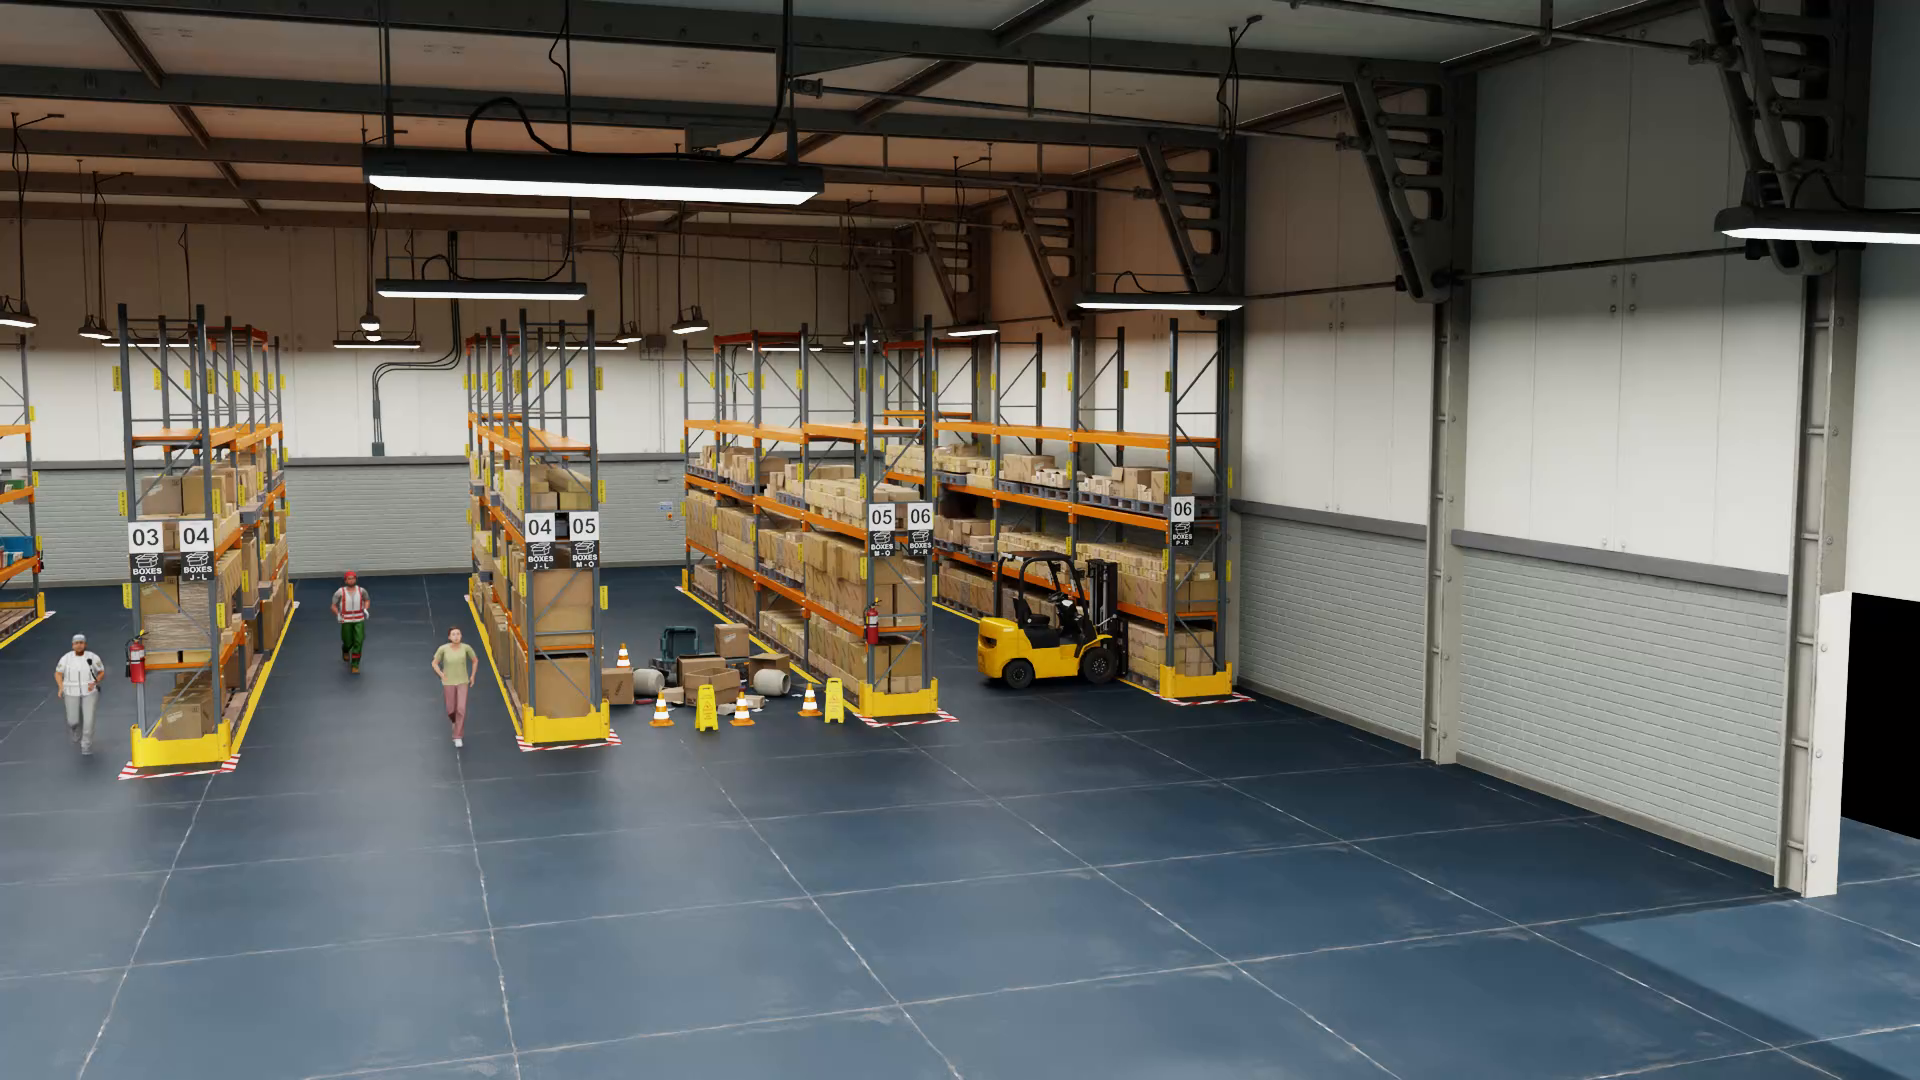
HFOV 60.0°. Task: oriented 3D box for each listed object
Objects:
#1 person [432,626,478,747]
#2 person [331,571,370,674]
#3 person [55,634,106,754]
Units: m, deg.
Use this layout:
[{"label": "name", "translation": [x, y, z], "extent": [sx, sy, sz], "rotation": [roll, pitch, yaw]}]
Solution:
[{"label": "person", "translation": [-7.013, 2.008, 23.131], "extent": [0.615, 1.648, 0.663], "rotation": [-2, 6, -17]}, {"label": "person", "translation": [-10.513, 1.408, 28.765], "extent": [0.657, 1.759, 0.785], "rotation": [-3, 6, -30]}, {"label": "person", "translation": [-11.844, 2.079, 22.409], "extent": [0.608, 1.623, 0.549], "rotation": [-3, 6, -27]}]
